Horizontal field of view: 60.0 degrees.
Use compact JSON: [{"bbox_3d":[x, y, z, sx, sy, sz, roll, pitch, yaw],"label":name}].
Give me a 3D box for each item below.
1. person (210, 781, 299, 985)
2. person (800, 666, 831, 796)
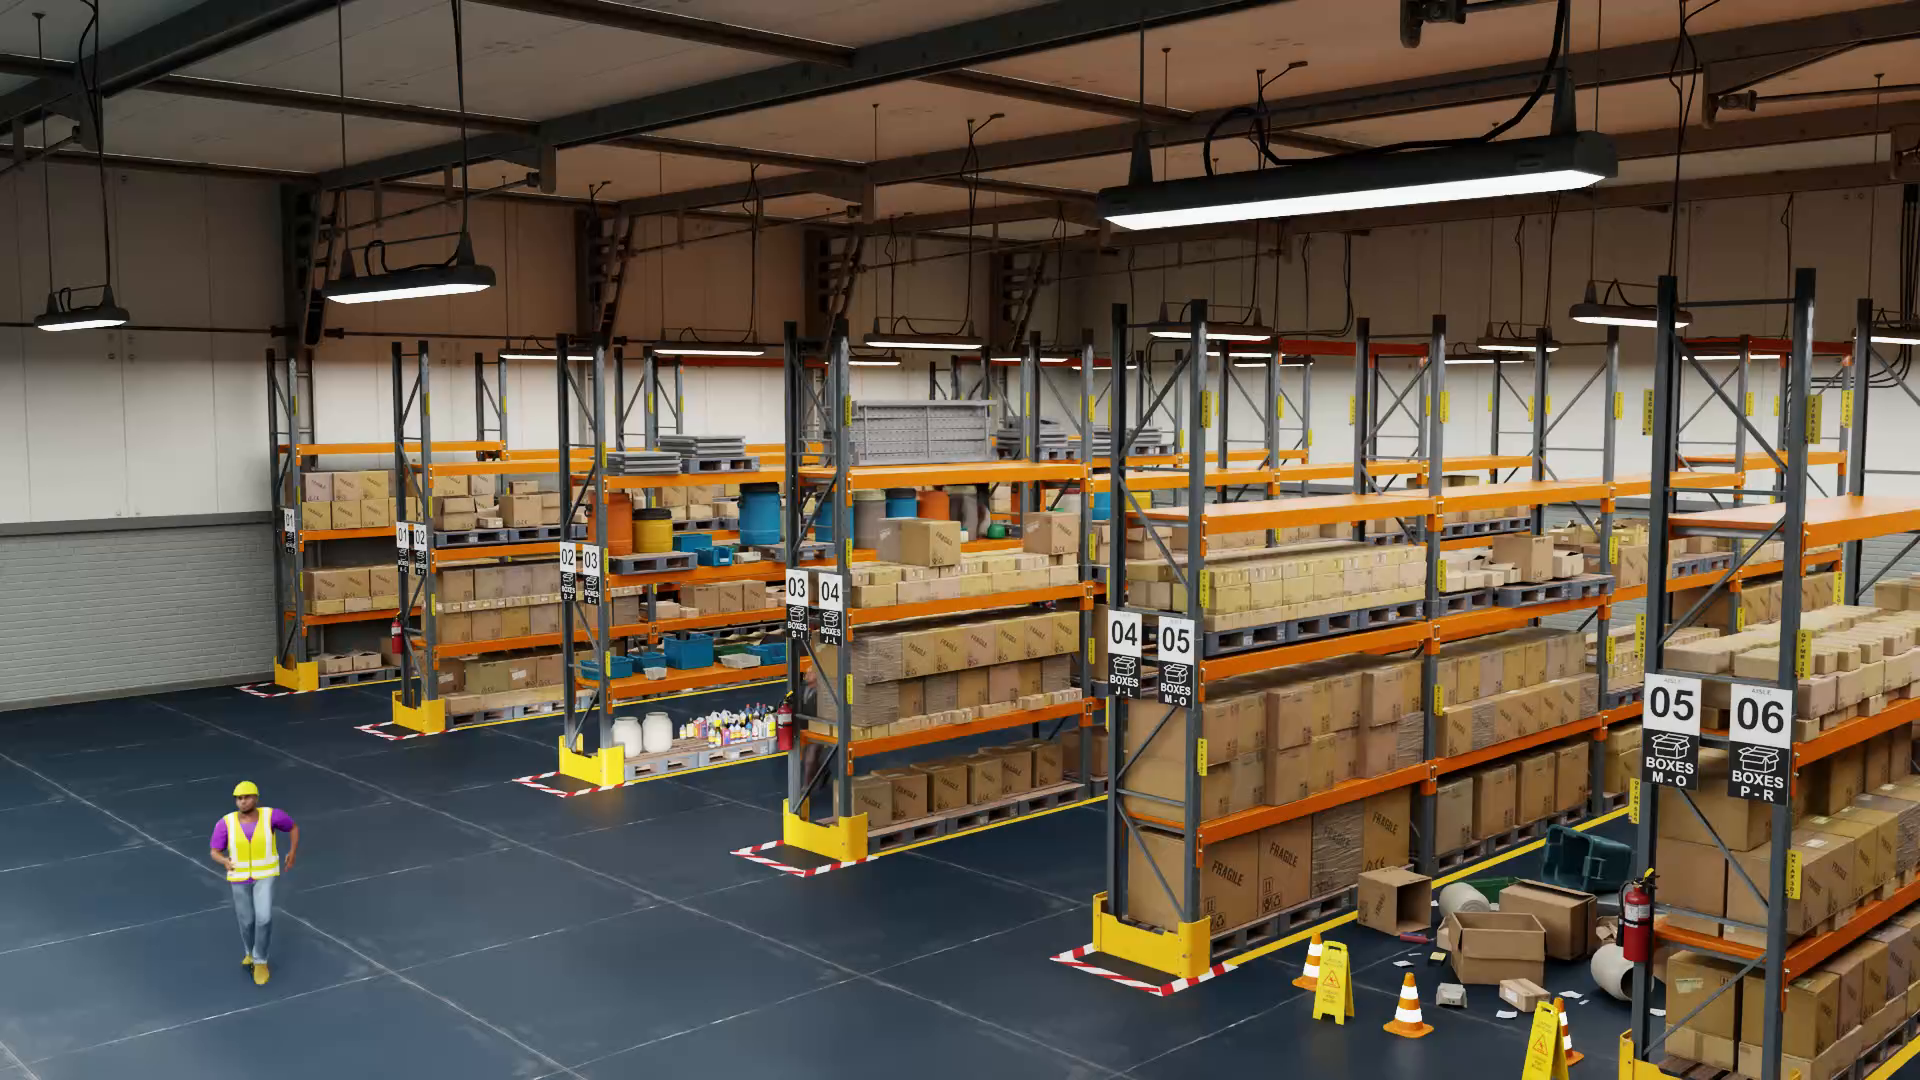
[{"bbox_3d":[-6.280,3.030,14.794,0.703,1.790,0.734,-1,5,-15],"label":"person"},{"bbox_3d":[-1.886,2.445,21.153,0.663,1.690,0.990,3,6,28],"label":"person"}]
